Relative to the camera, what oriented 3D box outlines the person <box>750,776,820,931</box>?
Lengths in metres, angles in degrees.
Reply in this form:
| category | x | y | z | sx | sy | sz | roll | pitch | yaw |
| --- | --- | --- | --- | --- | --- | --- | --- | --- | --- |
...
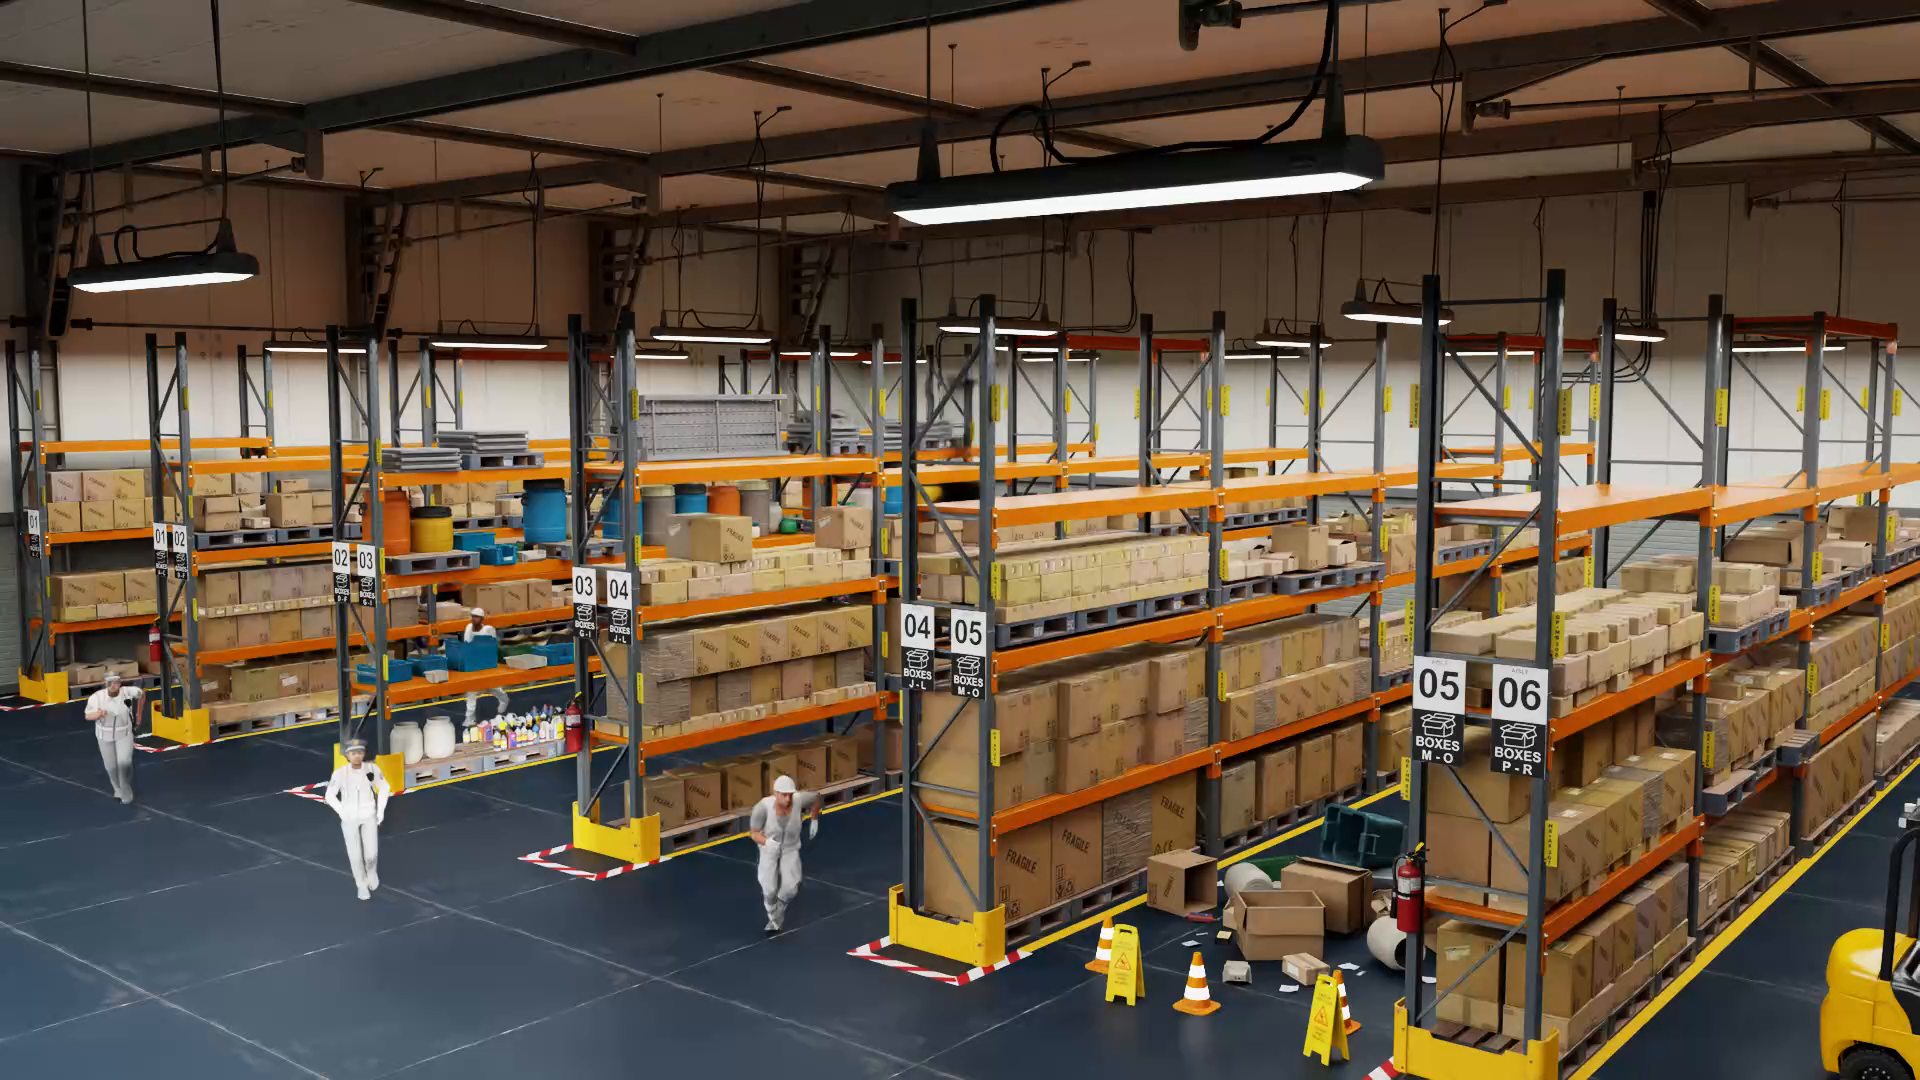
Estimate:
| category | x | y | z | sx | sy | sz | roll | pitch | yaw |
| --- | --- | --- | --- | --- | --- | --- | --- | --- | --- |
| person | -1.636 | 2.952 | 15.632 | 0.700 | 1.605 | 0.889 | -1 | 5 | -16 |

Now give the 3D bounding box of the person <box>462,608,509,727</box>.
| category | x | y | z | sx | sy | sz | roll | pitch | yaw |
| --- | --- | --- | --- | --- | --- | --- | --- | --- | --- |
| person | -7.461 | 1.936 | 25.916 | 0.697 | 1.788 | 1.012 | 2 | 5 | 17 |

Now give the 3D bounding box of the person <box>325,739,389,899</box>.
| category | x | y | z | sx | sy | sz | roll | pitch | yaw |
| --- | --- | --- | --- | --- | --- | --- | --- | --- | --- |
| person | -6.103 | 2.823 | 16.865 | 0.619 | 1.659 | 0.537 | -2 | 5 | -20 |

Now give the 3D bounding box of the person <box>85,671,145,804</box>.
| category | x | y | z | sx | sy | sz | roll | pitch | yaw |
| --- | --- | --- | --- | --- | --- | --- | --- | --- | --- |
| person | -10.488 | 2.439 | 20.679 | 0.644 | 1.718 | 0.910 | -2 | 6 | -21 |

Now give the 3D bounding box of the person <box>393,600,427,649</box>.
| category | x | y | z | sx | sy | sz | roll | pitch | yaw |
| --- | --- | --- | --- | --- | --- | --- | --- | --- | --- |
| person | -10.224 | 1.591 | 30.911 | 0.536 | 1.702 | 0.864 | 2 | 5 | 17 |
